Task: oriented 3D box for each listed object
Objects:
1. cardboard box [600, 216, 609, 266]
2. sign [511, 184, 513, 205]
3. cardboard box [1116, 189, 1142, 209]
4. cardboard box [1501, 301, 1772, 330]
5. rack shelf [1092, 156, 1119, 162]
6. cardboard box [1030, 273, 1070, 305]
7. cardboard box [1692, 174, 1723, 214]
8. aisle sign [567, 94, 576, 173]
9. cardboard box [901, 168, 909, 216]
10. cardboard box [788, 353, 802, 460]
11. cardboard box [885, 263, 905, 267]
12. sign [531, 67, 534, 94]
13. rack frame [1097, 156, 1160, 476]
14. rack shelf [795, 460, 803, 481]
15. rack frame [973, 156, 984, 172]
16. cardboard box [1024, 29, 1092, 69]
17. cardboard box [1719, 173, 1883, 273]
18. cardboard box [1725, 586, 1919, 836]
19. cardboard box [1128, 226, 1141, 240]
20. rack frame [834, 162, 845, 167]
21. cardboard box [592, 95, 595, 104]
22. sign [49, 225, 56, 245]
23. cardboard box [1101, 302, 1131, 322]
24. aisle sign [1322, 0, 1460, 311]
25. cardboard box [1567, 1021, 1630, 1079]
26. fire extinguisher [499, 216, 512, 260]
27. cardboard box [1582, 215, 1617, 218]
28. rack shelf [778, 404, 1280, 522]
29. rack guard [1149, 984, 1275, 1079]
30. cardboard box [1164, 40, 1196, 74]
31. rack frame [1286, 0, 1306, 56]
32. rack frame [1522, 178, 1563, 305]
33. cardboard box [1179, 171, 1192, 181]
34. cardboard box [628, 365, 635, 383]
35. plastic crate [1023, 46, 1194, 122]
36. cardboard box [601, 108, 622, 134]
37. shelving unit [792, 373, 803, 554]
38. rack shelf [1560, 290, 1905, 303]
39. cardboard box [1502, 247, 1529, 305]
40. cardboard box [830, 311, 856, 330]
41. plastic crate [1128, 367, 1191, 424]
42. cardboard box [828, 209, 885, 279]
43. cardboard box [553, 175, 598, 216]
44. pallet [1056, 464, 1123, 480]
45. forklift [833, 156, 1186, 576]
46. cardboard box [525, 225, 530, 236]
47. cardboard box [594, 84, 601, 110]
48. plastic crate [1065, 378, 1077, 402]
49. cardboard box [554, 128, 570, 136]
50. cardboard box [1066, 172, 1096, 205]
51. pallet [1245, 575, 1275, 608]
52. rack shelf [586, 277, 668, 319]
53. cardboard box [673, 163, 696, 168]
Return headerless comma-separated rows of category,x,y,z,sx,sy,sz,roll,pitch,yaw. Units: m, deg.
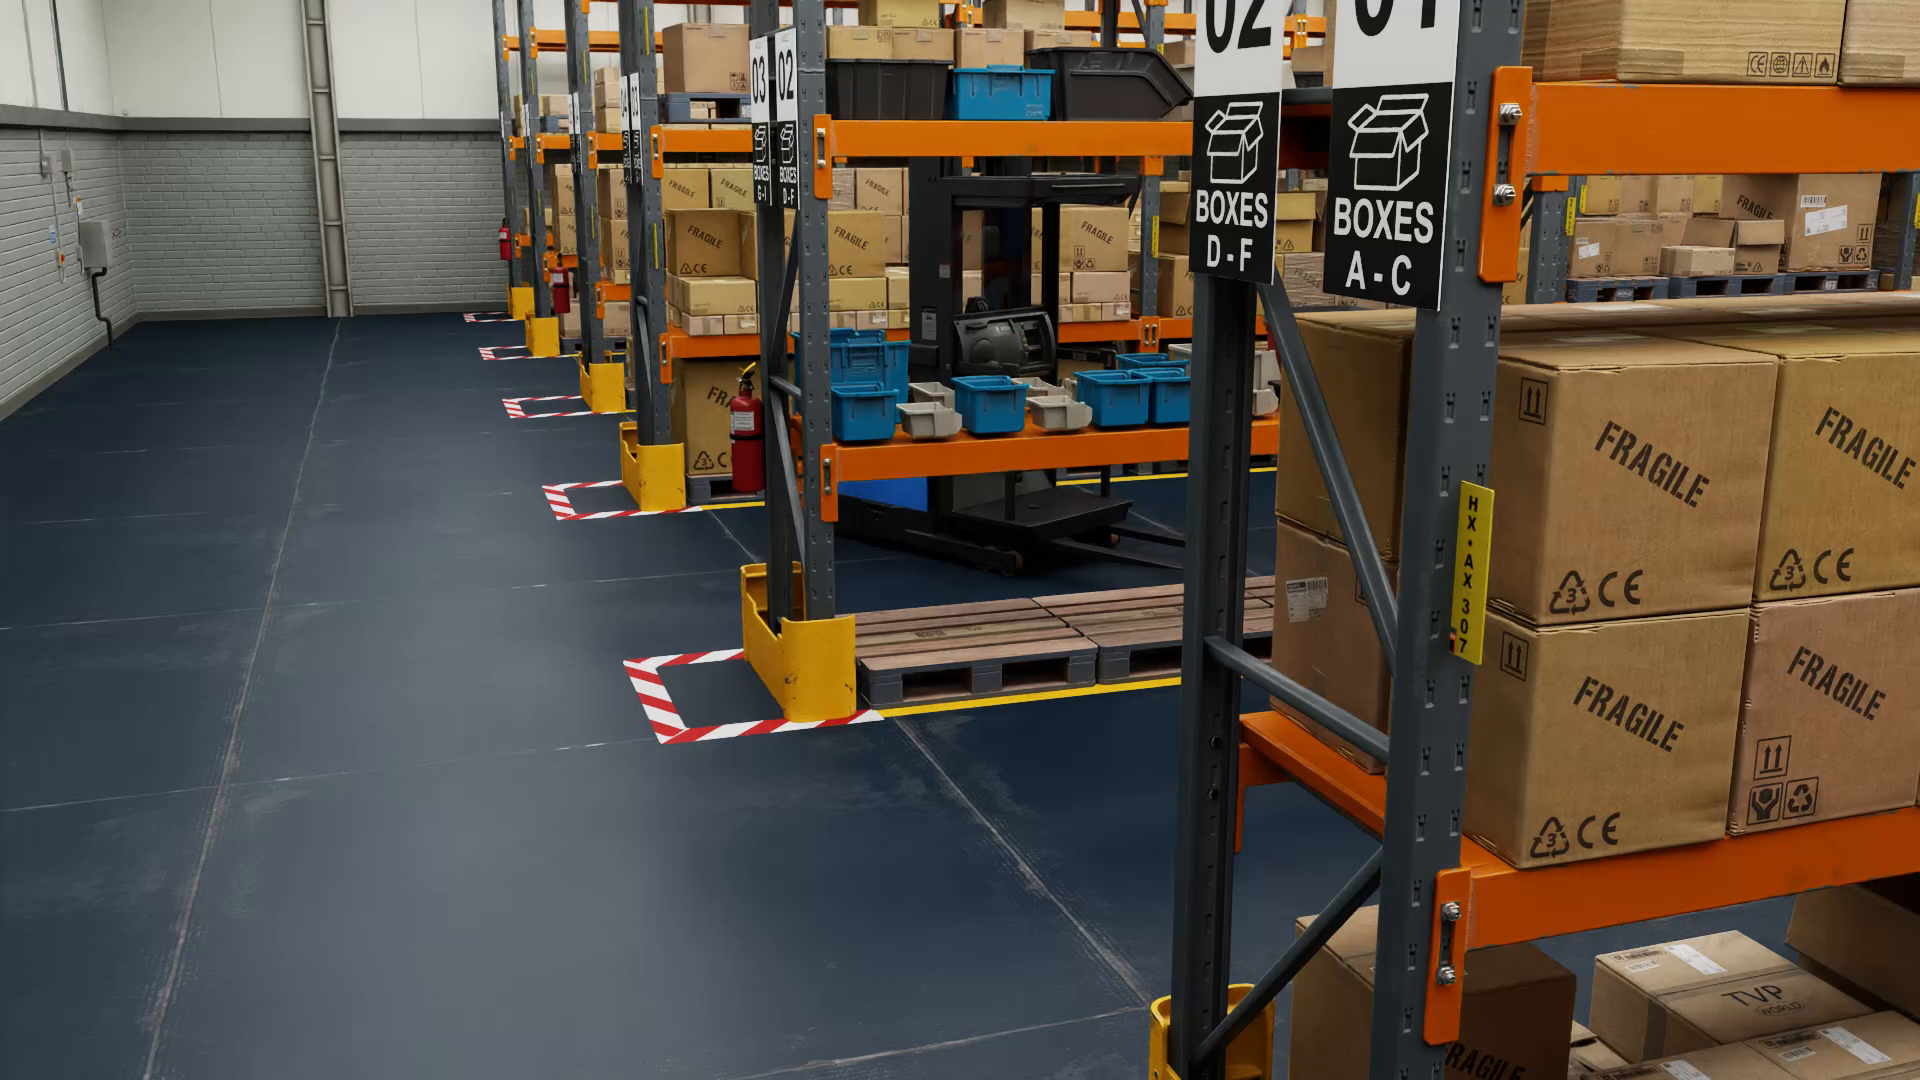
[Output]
cardboard box,-3.539,-3.189,17.709,0.500,0.500,0.500,-4,14,-17
sign,-6.971,-5.375,25.887,0.005,0.325,0.100,-4,14,-18
cardboard box,2.525,-4.955,24.225,0.500,0.500,0.500,-5,14,-20
cardboard box,1.571,-0.304,4.061,0.500,0.500,0.500,-4,14,-17
rack shelf,3.920,-5.832,24.750,4.000,0.370,1.077,-4,14,-18
cardboard box,0.569,-2.049,13.456,0.500,0.250,0.500,-4,14,-16
cardboard box,9.390,-4.527,21.533,0.500,0.550,0.875,-4,14,-18
aisle sign,-4.048,-4.231,17.332,0.004,0.787,0.394,-4,14,-18
cardboard box,-0.451,-3.787,18.063,0.500,0.500,0.500,-5,14,-20
cardboard box,-0.954,-1.114,13.526,0.875,0.875,0.875,-4,14,-18
cardboard box,-0.770,-2.957,18.136,0.250,0.149,0.380,-4,14,-16
sign,-5.387,-5.785,20.941,0.005,0.325,0.100,-4,14,-18
rack frame,1.394,-2.106,14.015,0.127,3.000,1.000,-4,14,-18
rack shelf,-1.018,-0.475,11.238,0.180,0.103,0.258,-2,14,-8
rack frame,0.438,-5.663,28.969,0.127,3.000,1.000,-4,14,-18
cardboard box,0.671,-3.796,13.298,0.500,0.500,0.700,-5,14,-21
cardboard box,8.178,-3.165,16.262,1.000,1.000,1.000,-4,14,-18
cardboard box,1.751,0.299,3.687,0.500,0.500,0.500,-5,14,-19
cardboard box,1.910,-3.472,18.751,0.250,0.149,0.380,-5,14,-19
rack frame,-1.767,-4.280,23.153,0.127,3.000,1.000,-4,14,-18
cardboard box,-5.684,-6.898,26.280,0.500,0.250,0.500,-5,14,-19
sign,-10.937,-3.679,20.046,0.001,0.218,0.327,-4,14,-18
cardboard box,1.209,-1.890,13.648,0.250,0.149,0.380,-4,14,-18
aisle sign,0.788,-0.833,3.046,0.004,0.787,0.394,-4,14,-18
cardboard box,1.608,1.422,4.354,0.250,0.166,0.380,-4,14,-18
fire extinguisher,-7.136,-4.742,26.067,0.183,0.674,0.296,-4,14,-18
cardboard box,7.836,-3.895,21.210,0.550,0.550,0.875,-4,14,-18
rack shelf,1.078,-0.522,8.911,4.000,0.370,1.077,-4,14,-18
rack guard,0.831,1.572,3.952,0.348,0.500,1.175,-4,14,-18
cardboard box,1.940,-3.863,13.797,0.500,0.500,0.700,-4,14,-17
rack frame,3.699,-6.415,19.167,0.127,3.000,1.000,-4,14,-18
rack frame,2.974,-1.020,9.448,0.127,3.000,1.000,-4,14,-18
cardboard box,3.485,-5.471,24.992,0.250,0.149,0.380,-5,14,-21
cardboard box,-3.451,-1.808,18.016,0.250,0.149,0.380,-4,14,-17
plastic crate,0.718,-2.206,8.088,0.767,0.338,0.504,-4,14,-18
cardboard box,-3.376,-4.270,16.953,0.500,0.250,0.500,-4,14,-16
shelving unit,-1.018,-0.518,11.228,0.189,1.200,0.258,-2,14,-8
rack shelf,7.081,-2.199,15.960,4.000,0.370,1.077,-4,14,-18
cardboard box,4.796,-2.359,14.863,0.500,0.500,0.500,-4,14,-16
cardboard box,-0.982,-1.719,12.930,0.250,0.149,0.380,-5,14,-19
plastic crate,1.054,-0.738,8.494,0.300,0.233,0.416,-4,14,-18
cardboard box,-0.893,-2.300,12.892,0.500,0.500,0.500,-5,14,-20
cardboard box,-5.012,-4.492,21.671,0.500,0.500,0.500,-5,14,-19
pallet,0.648,-0.711,14.174,1.213,0.211,1.003,-4,14,-18
forklift,0.458,-1.328,10.892,3.031,2.935,1.130,12,18,41
cardboard box,-6.745,-4.915,26.365,0.250,0.149,0.380,-5,14,-18
cardboard box,-3.528,-4.626,17.369,0.500,0.250,0.500,-5,14,-20
plastic crate,0.708,-0.795,8.945,0.250,0.136,0.298,-4,14,-18
cardboard box,-6.279,-6.423,26.223,0.250,0.149,0.380,-4,14,-18
cardboard box,1.618,-5.014,23.865,0.500,0.500,0.500,-5,14,-20
pallet,2.289,0.400,9.507,1.213,0.211,1.003,-4,14,-18
rack shelf,-1.988,-2.704,18.083,4.000,0.370,1.077,-4,14,-18
cardboard box,-3.650,-4.906,22.006,0.250,0.149,0.380,-5,14,-19
